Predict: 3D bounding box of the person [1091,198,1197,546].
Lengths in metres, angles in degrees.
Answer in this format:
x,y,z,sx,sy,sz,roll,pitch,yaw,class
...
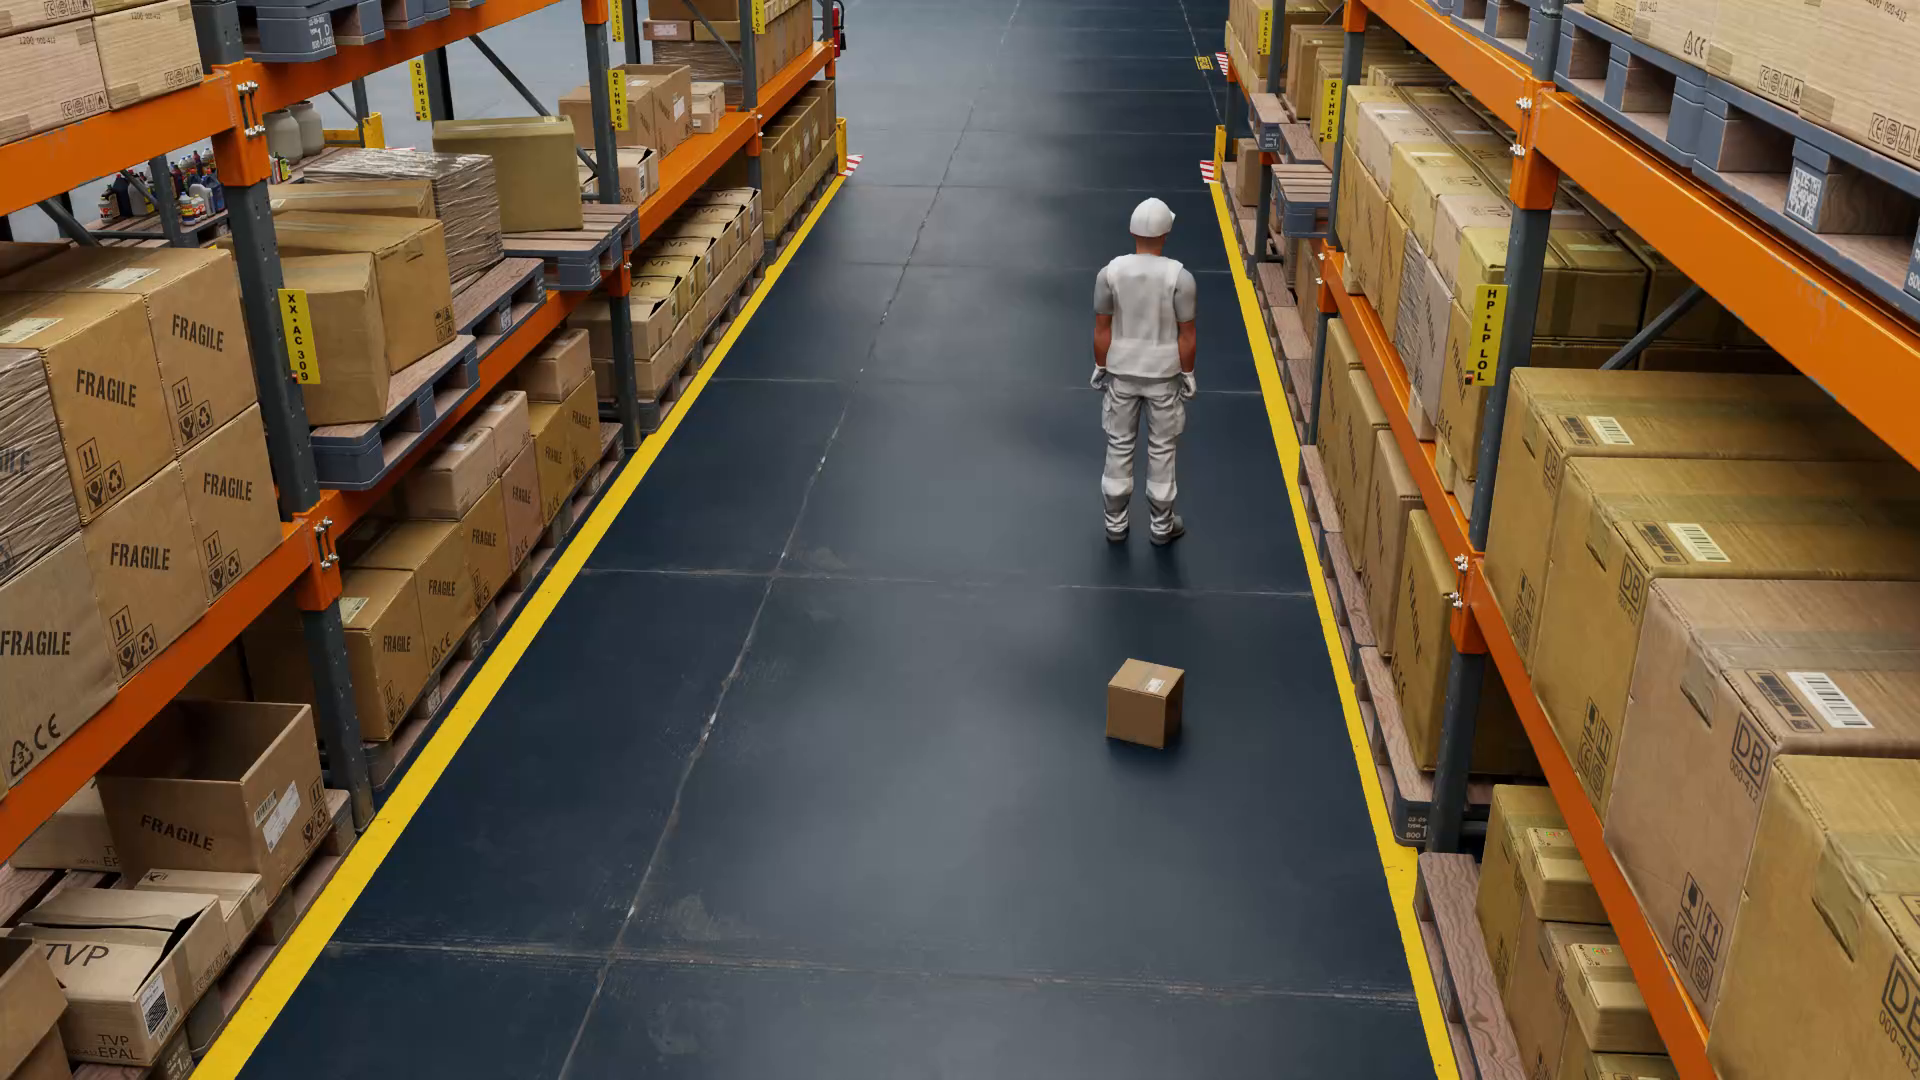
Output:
x,y,z,sx,sy,sz,roll,pitch,yaw,class
0.937,-0.846,8.440,0.538,1.795,0.353,7,25,15,person
